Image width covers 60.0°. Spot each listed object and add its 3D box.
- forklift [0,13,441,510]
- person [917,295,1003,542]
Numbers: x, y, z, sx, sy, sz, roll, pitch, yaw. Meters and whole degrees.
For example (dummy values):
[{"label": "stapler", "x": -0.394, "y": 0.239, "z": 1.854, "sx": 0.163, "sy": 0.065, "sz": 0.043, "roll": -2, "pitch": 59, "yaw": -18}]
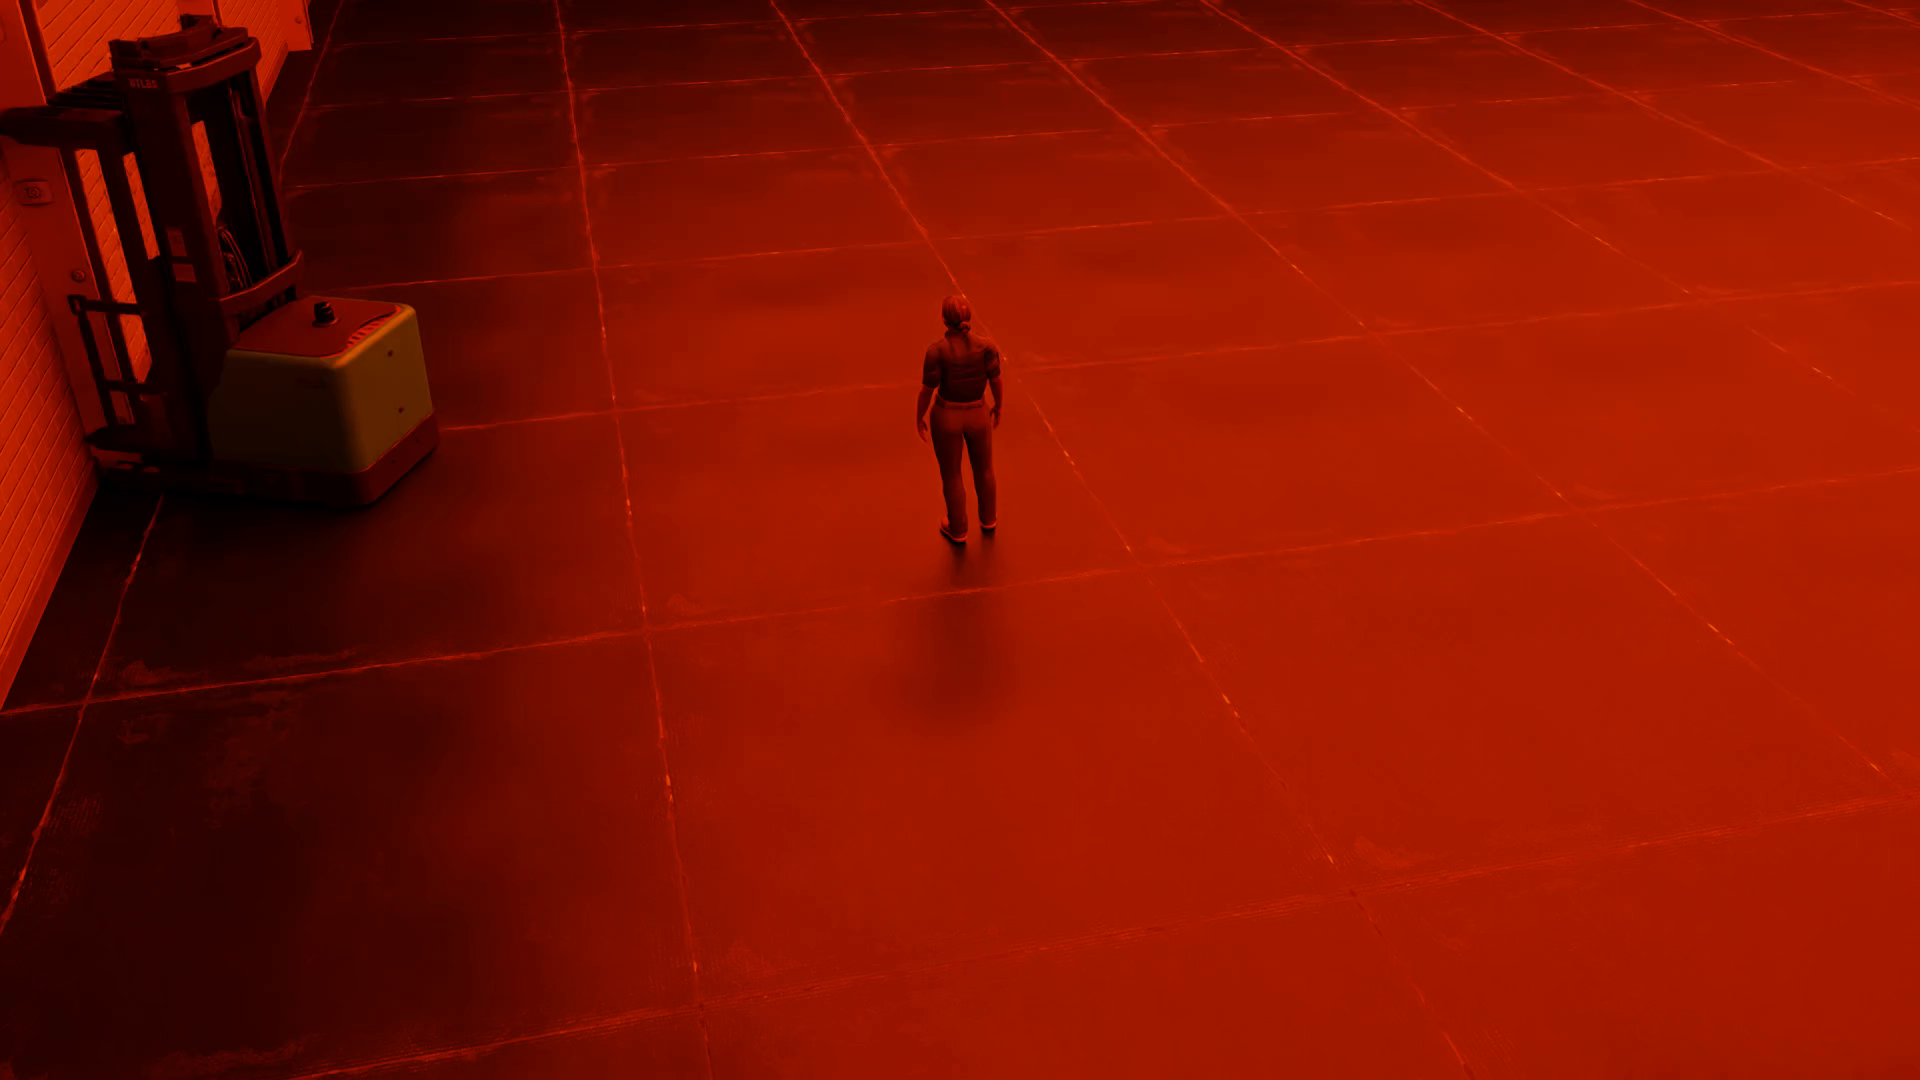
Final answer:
[{"label": "forklift", "x": -5.178, "y": -1.839, "z": 10.750, "sx": 3.031, "sy": 2.935, "sz": 1.130, "roll": 6, "pitch": 31, "yaw": 11}, {"label": "person", "x": -0.001, "y": -0.768, "z": 10.160, "sx": 0.569, "sy": 1.656, "sz": 0.503, "roll": -7, "pitch": 31, "yaw": -12}]
